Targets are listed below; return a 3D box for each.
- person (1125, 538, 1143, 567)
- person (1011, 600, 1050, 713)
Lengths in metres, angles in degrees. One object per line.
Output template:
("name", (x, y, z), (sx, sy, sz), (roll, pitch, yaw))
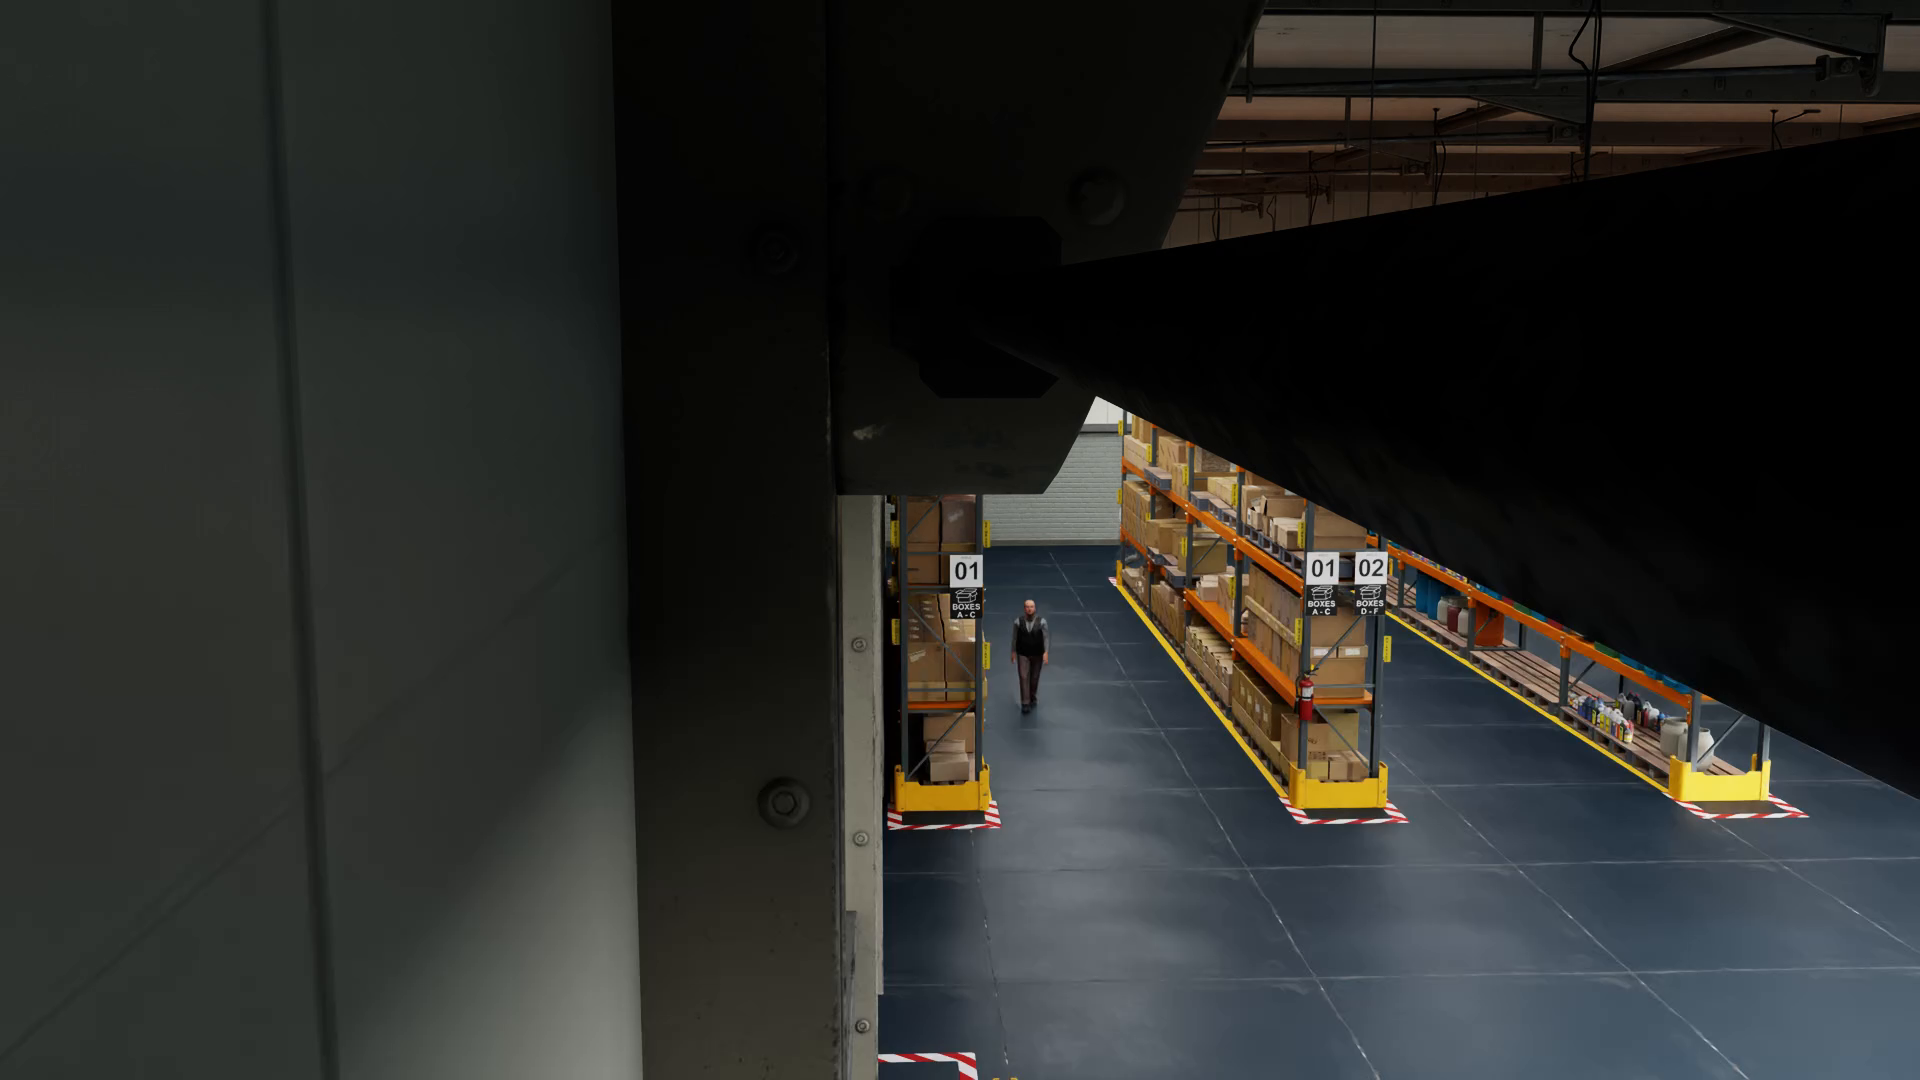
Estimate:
("person", (4.088, -0.048, 37.746), (1.056, 1.661, 0.566), (4, 10, 28))
("person", (1.083, 1.756, 25.435), (0.582, 1.662, 1.074), (0, 8, -1))
